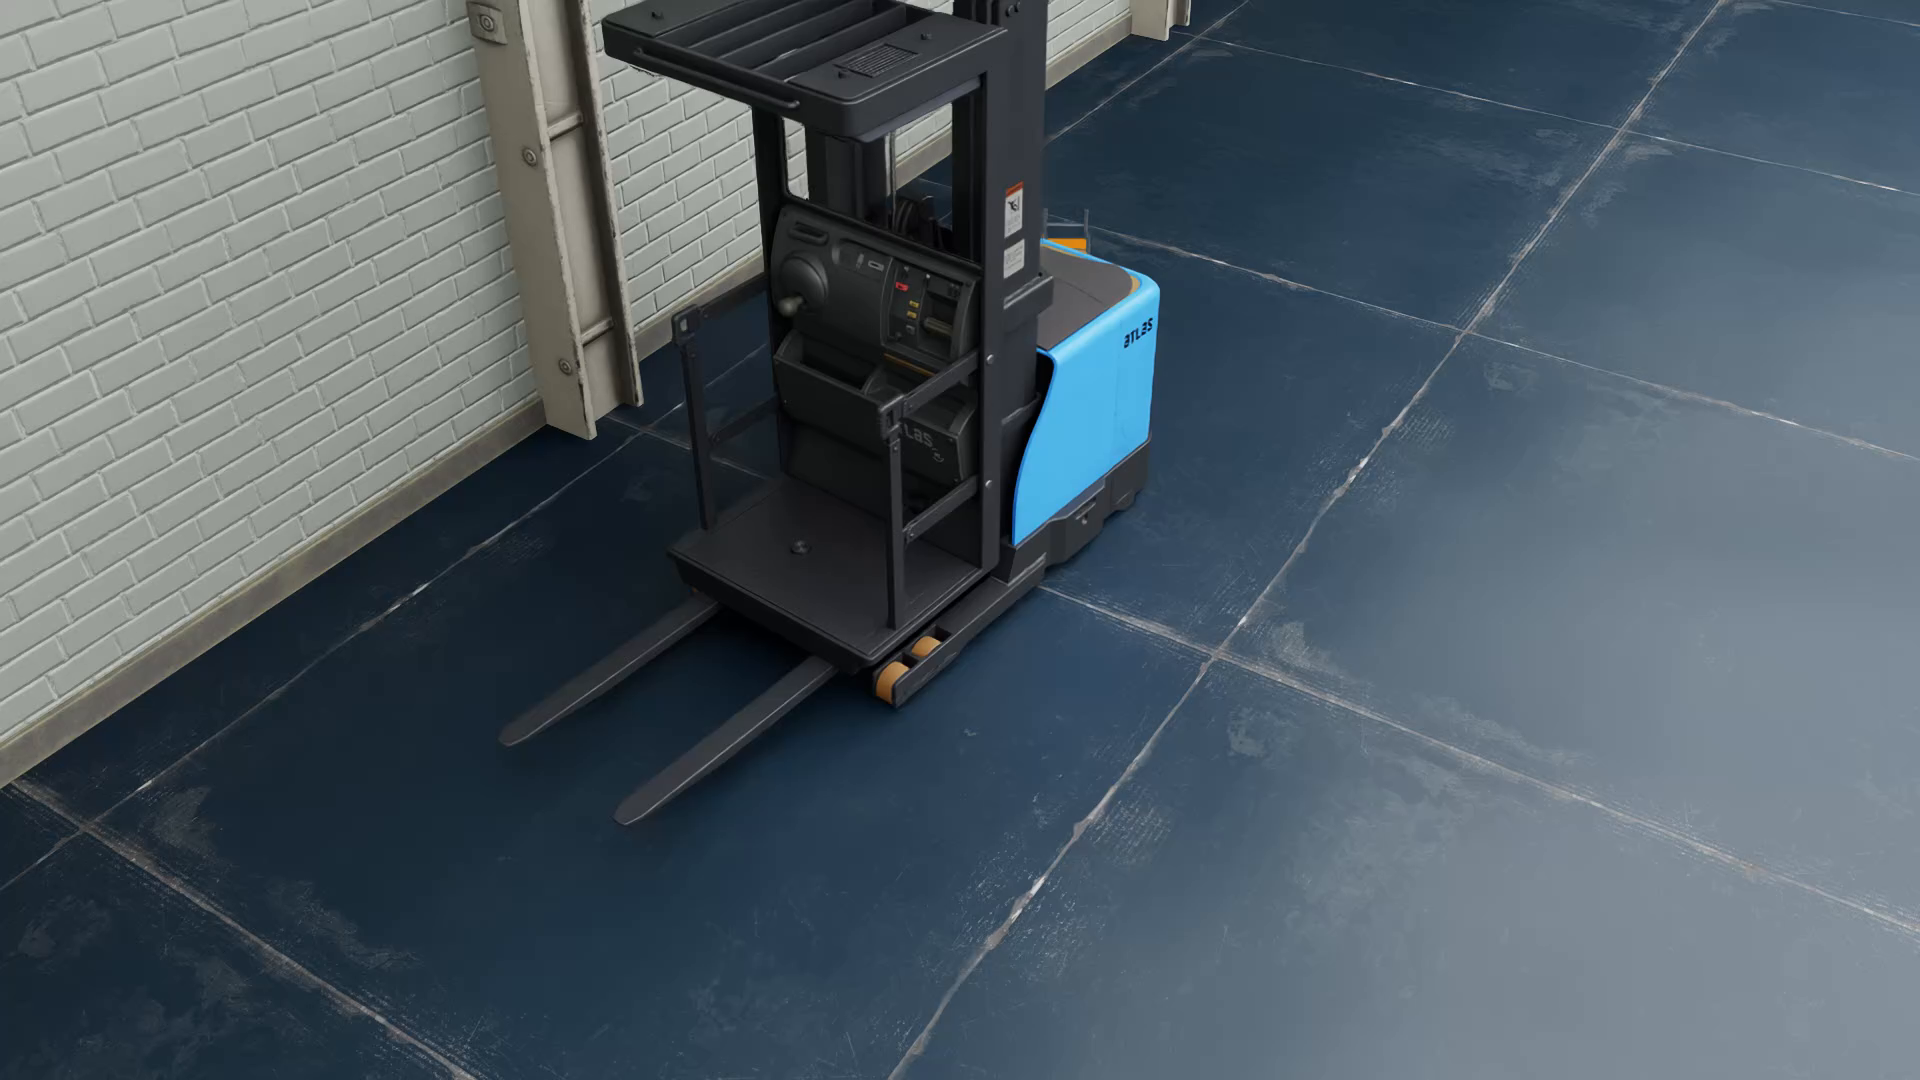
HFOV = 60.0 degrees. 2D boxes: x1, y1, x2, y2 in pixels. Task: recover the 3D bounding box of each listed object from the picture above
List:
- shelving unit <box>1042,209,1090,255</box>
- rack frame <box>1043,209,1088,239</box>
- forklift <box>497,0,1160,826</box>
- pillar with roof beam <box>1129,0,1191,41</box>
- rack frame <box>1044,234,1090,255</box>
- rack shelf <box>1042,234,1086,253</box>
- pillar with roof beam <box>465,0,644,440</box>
[{"bbox_3d":[0.472,-0.989,7.673,0.215,1.050,0.252,1,38,1],"label":"shelving unit"},{"bbox_3d":[0.475,-1.064,7.770,0.200,1.050,0.008,1,38,1],"label":"rack frame"},{"bbox_3d":[-0.461,-0.867,5.974,1.130,2.935,3.031,26,45,29],"label":"forklift"},{"bbox_3d":[5.075,-5.871,7.496,9.100,9.000,0.400,21,42,25],"label":"pillar with roof beam"},{"bbox_3d":[0.468,-0.915,7.577,0.200,1.050,0.008,1,38,1],"label":"rack frame"},{"bbox_3d":[0.472,-1.206,7.507,0.215,0.259,0.240,1,38,1],"label":"rack shelf"},{"bbox_3d":[1.860,-2.778,3.483,9.100,9.000,0.400,21,42,25],"label":"pillar with roof beam"}]
